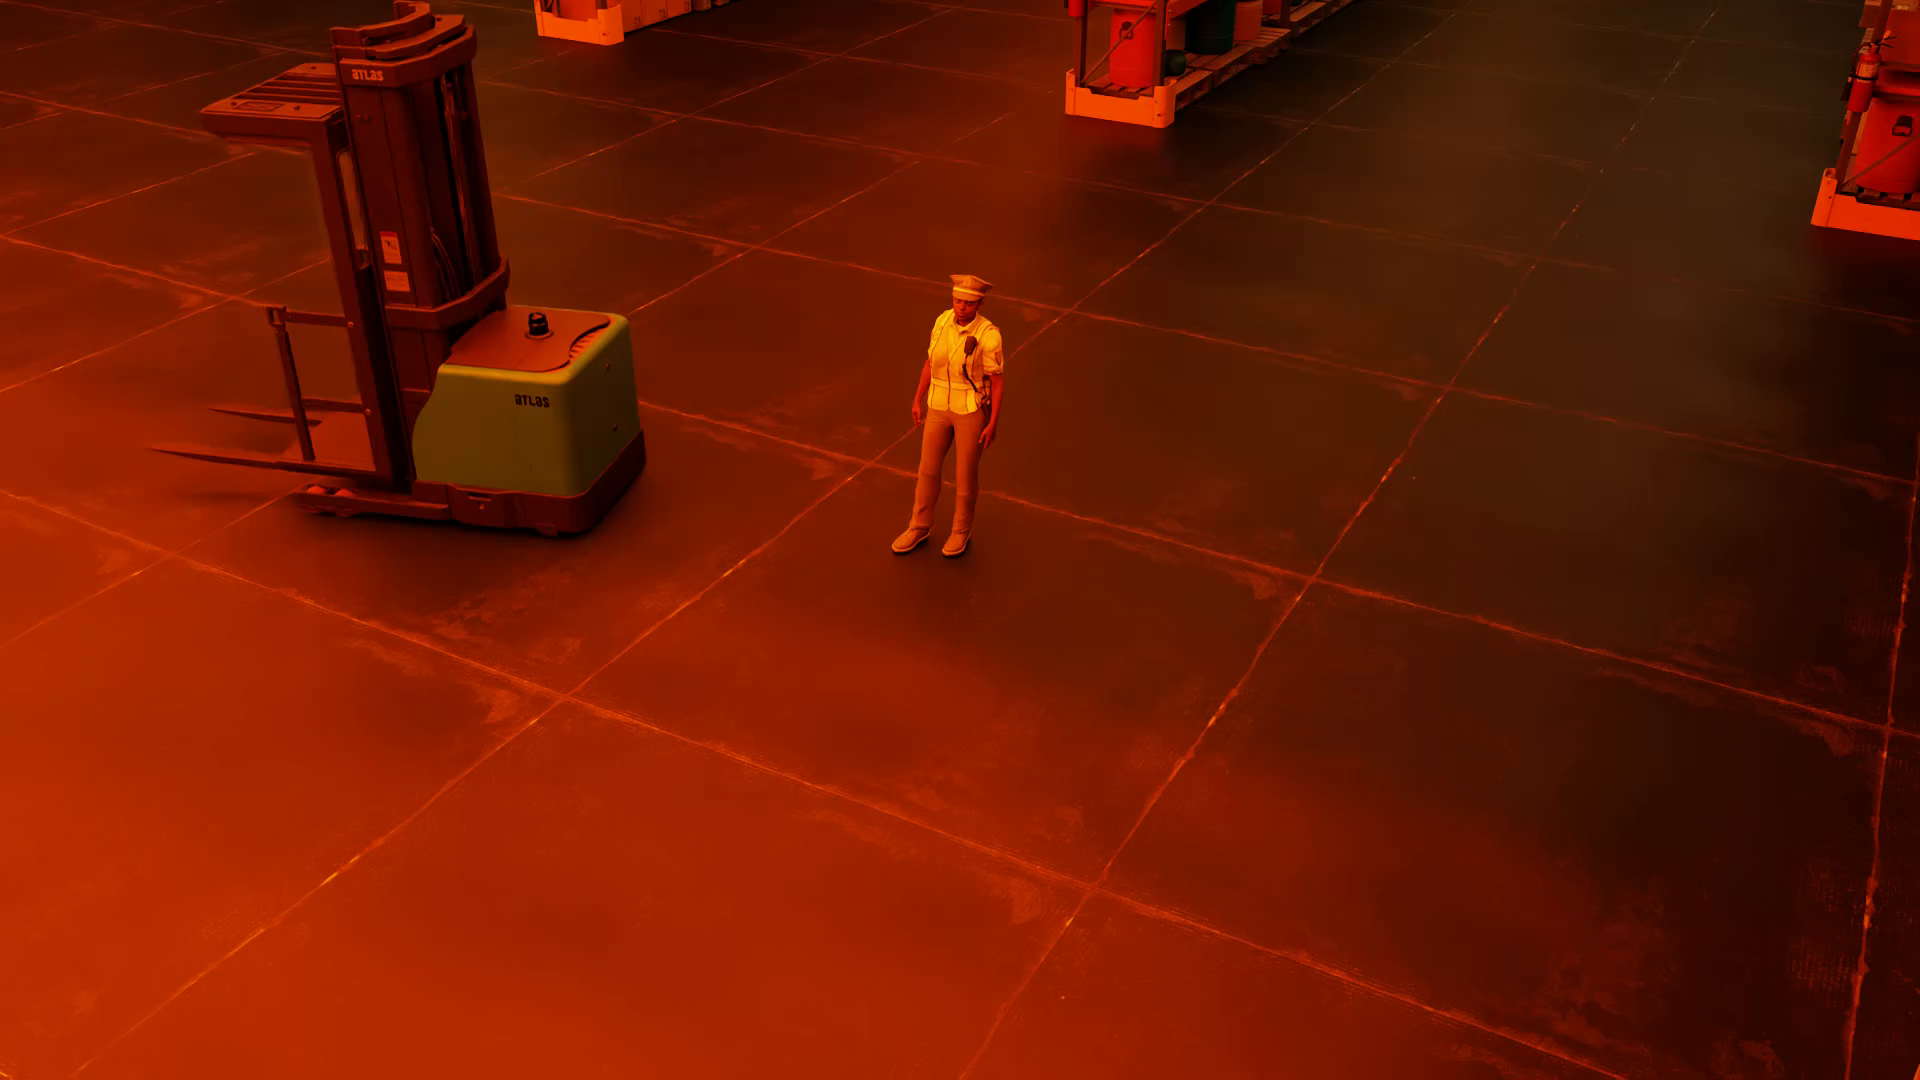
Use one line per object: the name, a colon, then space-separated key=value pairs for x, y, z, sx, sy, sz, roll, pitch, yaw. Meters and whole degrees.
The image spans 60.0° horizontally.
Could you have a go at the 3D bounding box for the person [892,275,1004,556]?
person: x=-0.054 y=-0.712 z=9.527 sx=0.569 sy=1.695 sz=0.528 roll=15 pitch=33 yaw=25

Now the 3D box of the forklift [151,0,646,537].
forklift: x=-3.598 y=-1.661 z=9.948 sx=3.031 sy=2.935 sz=1.130 roll=6 pitch=31 yaw=11
